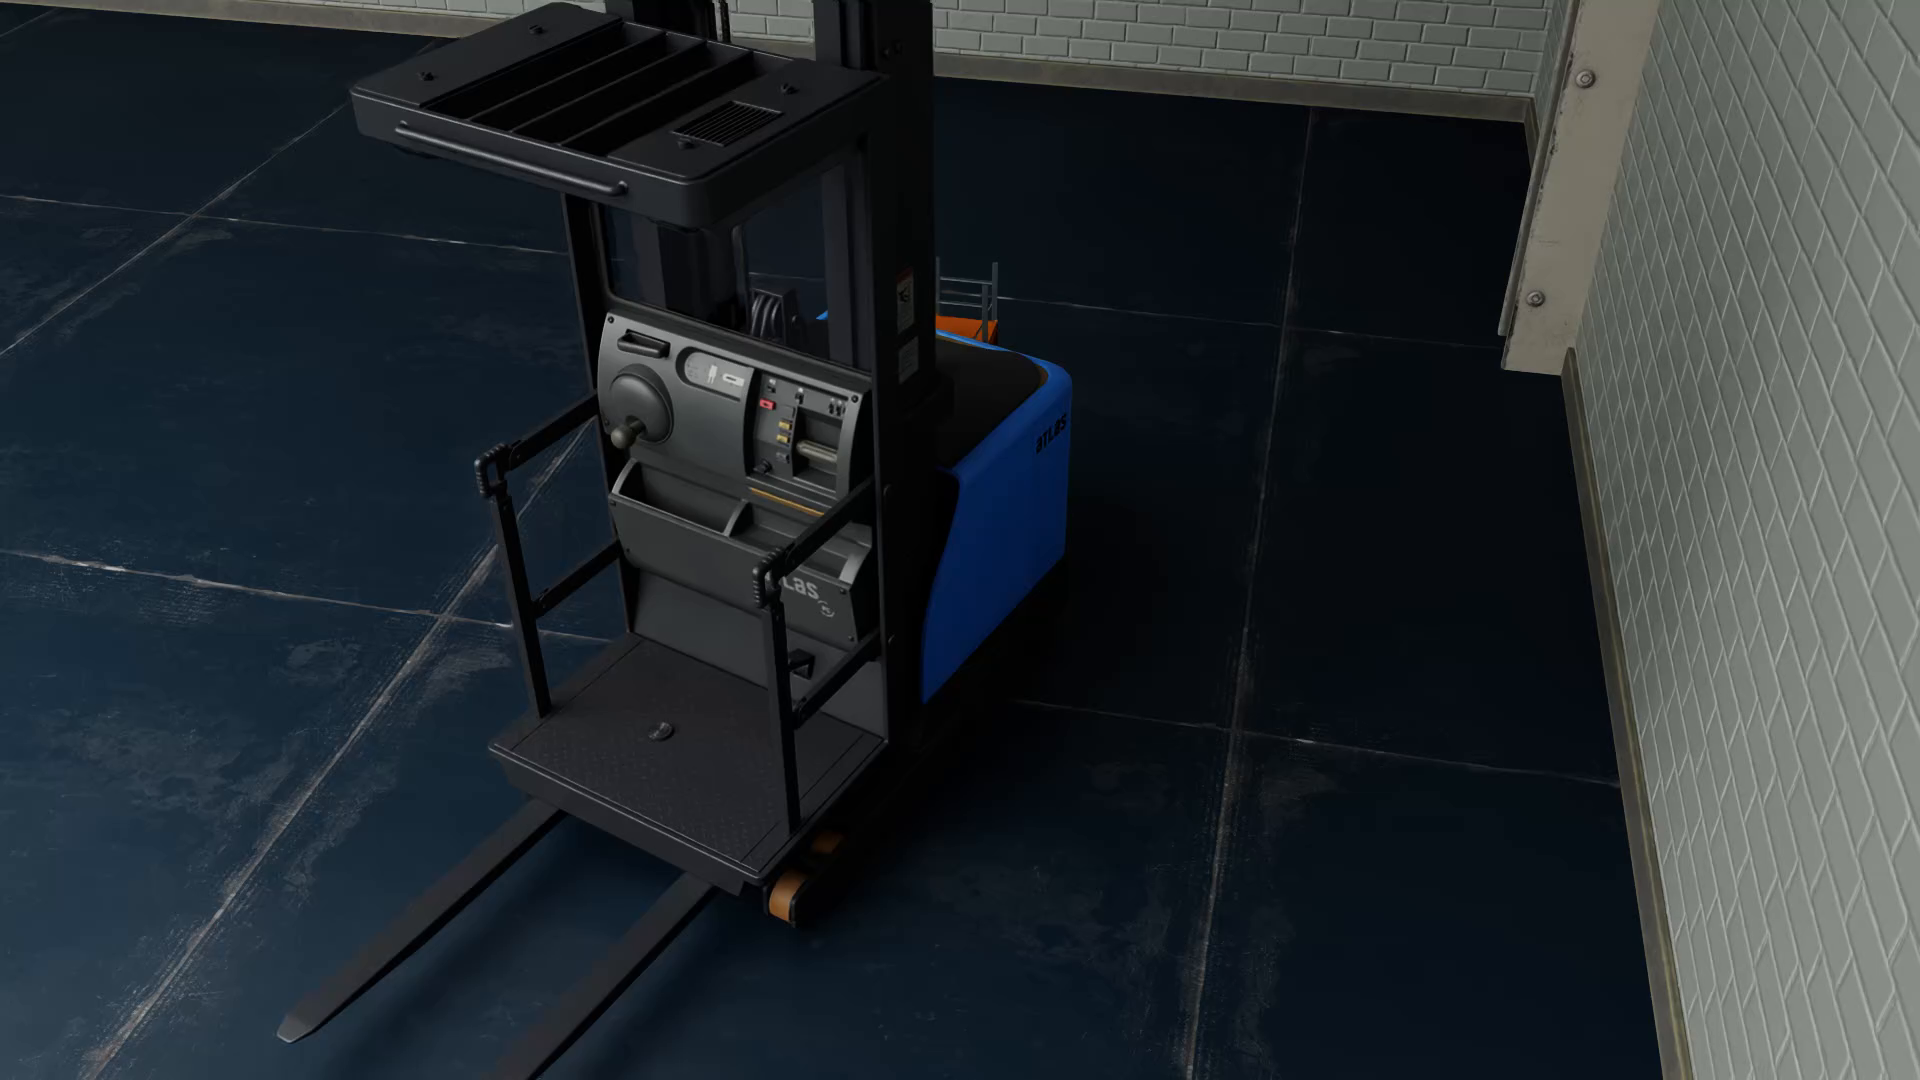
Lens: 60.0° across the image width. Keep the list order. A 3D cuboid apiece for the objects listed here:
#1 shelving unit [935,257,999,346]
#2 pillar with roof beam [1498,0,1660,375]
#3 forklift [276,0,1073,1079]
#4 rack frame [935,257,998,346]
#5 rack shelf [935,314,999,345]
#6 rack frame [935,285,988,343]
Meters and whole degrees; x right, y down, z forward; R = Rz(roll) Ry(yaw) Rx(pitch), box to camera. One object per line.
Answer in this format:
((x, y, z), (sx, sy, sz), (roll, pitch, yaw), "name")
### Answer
((0.003, -0.494, 6.409), (0.258, 1.200, 0.189), (7, 37, 10), "shelving unit")
((-1.452, -5.086, 6.099), (9.100, 9.000, 0.400), (7, 37, 10), "pillar with roof beam")
((-0.790, -0.321, 4.695), (1.130, 2.935, 3.031), (20, 40, 25), "forklift")
((0.023, -0.547, 6.482), (0.240, 1.200, 0.006), (7, 37, 10), "rack frame")
((0.003, -0.750, 6.224), (0.258, 0.103, 0.180), (7, 37, 10), "rack shelf")
((-0.016, -0.442, 6.337), (0.240, 1.200, 0.006), (7, 37, 10), "rack frame")
